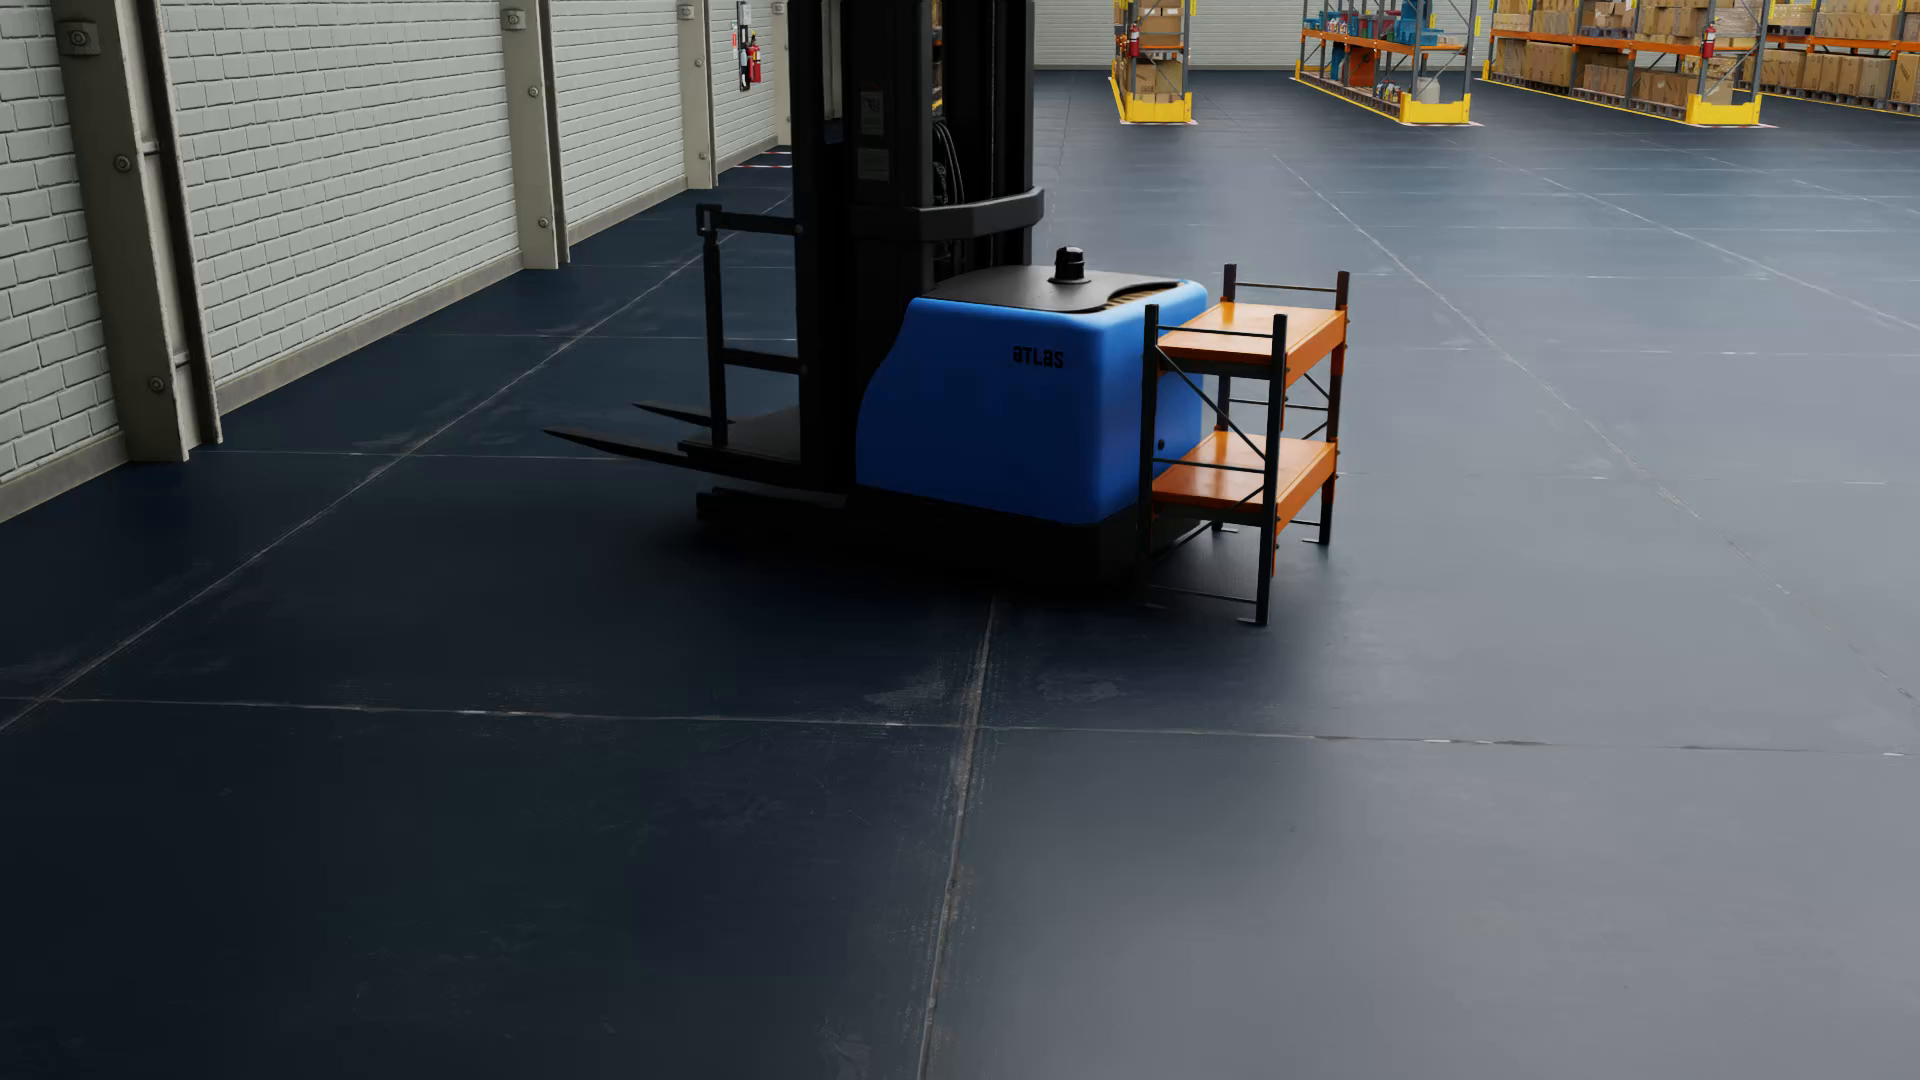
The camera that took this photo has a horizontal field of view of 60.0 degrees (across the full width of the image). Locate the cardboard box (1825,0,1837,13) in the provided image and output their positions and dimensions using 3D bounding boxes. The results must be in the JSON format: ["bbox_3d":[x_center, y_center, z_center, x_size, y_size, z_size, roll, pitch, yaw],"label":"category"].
[{"bbox_3d":[18.912,-11.483,35.385,0.700,0.500,0.500,1,18,4],"label":"cardboard box"}]

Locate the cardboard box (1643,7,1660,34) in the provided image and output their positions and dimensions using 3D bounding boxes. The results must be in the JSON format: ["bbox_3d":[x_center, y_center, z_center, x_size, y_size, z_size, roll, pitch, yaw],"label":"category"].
[{"bbox_3d":[13.562,-9.896,31.667,0.875,0.500,0.500,1,18,4],"label":"cardboard box"}]

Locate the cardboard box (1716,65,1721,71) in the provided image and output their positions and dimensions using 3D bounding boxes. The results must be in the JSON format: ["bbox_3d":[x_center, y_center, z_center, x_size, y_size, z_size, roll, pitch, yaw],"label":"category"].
[{"bbox_3d":[19.069,-11.756,41.411,0.380,0.149,0.250,2,18,5],"label":"cardboard box"}]

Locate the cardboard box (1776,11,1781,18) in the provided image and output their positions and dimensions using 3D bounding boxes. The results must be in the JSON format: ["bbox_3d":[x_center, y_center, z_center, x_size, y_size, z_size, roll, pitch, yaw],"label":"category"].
[{"bbox_3d":[18.607,-11.805,37.383,0.380,0.149,0.250,1,18,4],"label":"cardboard box"}]

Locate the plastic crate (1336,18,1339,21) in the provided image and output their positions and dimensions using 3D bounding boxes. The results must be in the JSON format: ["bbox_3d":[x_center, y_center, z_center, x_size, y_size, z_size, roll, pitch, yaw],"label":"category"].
[{"bbox_3d":[9.653,-13.037,41.987,0.437,0.282,0.530,1,18,4],"label":"plastic crate"}]

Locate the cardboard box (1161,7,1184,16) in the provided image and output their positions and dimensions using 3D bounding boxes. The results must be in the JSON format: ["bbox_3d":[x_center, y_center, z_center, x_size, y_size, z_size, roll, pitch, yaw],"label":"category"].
[{"bbox_3d":[3.803,-9.452,29.751,0.380,0.149,0.250,1,18,4],"label":"cardboard box"}]

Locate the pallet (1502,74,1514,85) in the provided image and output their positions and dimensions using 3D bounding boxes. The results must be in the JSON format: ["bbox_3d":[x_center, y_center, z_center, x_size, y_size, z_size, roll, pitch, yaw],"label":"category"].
[{"bbox_3d":[14.518,-11.773,42.515,1.003,0.211,1.213,1,18,4],"label":"pallet"}]

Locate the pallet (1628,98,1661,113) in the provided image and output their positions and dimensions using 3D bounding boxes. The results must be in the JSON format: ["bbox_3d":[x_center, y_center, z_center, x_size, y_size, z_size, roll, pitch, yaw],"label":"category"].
[{"bbox_3d":[13.714,-8.465,32.418,1.003,0.211,1.213,1,18,4],"label":"pallet"}]

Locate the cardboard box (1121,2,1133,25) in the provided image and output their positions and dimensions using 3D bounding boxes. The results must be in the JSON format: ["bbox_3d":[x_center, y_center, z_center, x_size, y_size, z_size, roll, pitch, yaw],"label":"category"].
[{"bbox_3d":[4.066,-11.909,37.616,0.700,0.500,0.500,-5,19,-15],"label":"cardboard box"}]

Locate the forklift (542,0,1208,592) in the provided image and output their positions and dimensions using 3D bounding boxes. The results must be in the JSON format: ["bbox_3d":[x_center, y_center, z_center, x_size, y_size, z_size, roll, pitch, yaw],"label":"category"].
[{"bbox_3d":[-0.513,-1.530,6.884,3.031,2.935,1.130,11,21,31],"label":"forklift"}]

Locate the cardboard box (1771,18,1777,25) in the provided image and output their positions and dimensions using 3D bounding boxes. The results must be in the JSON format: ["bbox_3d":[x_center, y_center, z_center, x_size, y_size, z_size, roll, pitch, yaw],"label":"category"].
[{"bbox_3d":[18.628,-11.742,37.669,0.380,0.149,0.250,2,18,6],"label":"cardboard box"}]

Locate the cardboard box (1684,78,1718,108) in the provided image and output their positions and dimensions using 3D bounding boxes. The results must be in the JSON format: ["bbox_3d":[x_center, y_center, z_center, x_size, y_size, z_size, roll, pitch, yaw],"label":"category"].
[{"bbox_3d":[13.510,-8.149,30.315,0.500,0.500,0.500,6,19,18],"label":"cardboard box"}]

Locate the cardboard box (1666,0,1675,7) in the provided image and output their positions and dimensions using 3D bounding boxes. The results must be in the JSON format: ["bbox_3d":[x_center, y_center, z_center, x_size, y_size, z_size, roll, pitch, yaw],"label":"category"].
[{"bbox_3d":[13.346,-10.063,30.574,0.500,0.500,0.500,1,18,4],"label":"cardboard box"}]

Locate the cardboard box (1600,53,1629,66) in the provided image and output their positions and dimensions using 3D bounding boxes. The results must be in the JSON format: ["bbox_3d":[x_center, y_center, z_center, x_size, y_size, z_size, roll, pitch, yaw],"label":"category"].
[{"bbox_3d":[13.968,-10.246,35.478,0.500,0.250,0.500,3,18,10],"label":"cardboard box"}]

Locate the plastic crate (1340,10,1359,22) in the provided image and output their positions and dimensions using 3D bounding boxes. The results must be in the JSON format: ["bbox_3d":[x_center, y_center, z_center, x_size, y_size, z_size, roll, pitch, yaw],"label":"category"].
[{"bbox_3d":[9.674,-12.925,41.353,0.402,0.464,0.583,1,18,4],"label":"plastic crate"}]

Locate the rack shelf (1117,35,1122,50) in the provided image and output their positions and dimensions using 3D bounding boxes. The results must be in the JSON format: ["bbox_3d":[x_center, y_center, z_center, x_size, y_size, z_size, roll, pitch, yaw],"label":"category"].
[{"bbox_3d":[4.277,-11.744,39.101,1.077,0.370,4.000,1,18,4],"label":"rack shelf"}]

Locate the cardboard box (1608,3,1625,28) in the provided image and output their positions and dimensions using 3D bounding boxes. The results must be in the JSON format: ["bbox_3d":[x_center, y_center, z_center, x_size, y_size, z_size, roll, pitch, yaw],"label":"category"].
[{"bbox_3d":[13.759,-10.789,34.191,0.797,0.503,0.637,3,18,10],"label":"cardboard box"}]

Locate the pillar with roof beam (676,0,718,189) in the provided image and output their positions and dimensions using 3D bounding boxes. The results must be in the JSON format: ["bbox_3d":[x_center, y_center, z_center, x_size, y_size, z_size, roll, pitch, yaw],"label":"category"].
[{"bbox_3d":[1.240,-8.354,17.965,9.100,9.000,0.400,1,18,4],"label":"pillar with roof beam"}]

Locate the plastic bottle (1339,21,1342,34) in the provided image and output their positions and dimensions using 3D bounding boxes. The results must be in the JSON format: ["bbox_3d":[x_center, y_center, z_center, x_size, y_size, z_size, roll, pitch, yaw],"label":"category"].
[{"bbox_3d":[8.759,-11.787,38.266,0.061,0.283,0.133,1,18,4],"label":"plastic bottle"}]

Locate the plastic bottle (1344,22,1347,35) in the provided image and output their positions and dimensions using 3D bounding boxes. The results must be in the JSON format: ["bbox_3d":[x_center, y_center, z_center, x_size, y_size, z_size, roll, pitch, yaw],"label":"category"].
[{"bbox_3d":[8.694,-11.504,37.401,0.061,0.283,0.133,1,18,4],"label":"plastic bottle"}]

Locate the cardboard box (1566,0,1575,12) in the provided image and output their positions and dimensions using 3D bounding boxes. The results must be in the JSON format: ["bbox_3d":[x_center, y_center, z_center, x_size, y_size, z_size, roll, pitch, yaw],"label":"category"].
[{"bbox_3d":[14.132,-12.195,37.552,0.797,0.503,0.637,2,18,5],"label":"cardboard box"}]

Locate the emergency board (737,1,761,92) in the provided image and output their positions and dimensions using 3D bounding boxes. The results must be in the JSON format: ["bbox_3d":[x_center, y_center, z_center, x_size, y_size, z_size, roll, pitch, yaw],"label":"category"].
[{"bbox_3d":[-2.839,-6.696,22.540,0.194,1.169,0.643,1,18,4],"label":"emergency board"}]

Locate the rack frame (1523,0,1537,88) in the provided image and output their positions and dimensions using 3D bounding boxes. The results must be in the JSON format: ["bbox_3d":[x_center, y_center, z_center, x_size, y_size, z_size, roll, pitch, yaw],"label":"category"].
[{"bbox_3d":[14.301,-12.484,40.206,1.000,3.000,0.127,1,18,4],"label":"rack frame"}]

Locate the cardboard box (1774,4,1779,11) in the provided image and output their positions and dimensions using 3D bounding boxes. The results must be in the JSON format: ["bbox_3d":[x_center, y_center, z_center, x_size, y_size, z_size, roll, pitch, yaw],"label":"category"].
[{"bbox_3d":[18.626,-12.027,37.583,0.380,0.149,0.250,2,18,7],"label":"cardboard box"}]

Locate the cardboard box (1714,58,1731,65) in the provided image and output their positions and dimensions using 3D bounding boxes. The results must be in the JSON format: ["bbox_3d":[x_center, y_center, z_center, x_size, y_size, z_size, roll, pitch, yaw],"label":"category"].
[{"bbox_3d":[19.020,-11.909,41.398,0.380,0.149,0.250,0,18,1],"label":"cardboard box"}]

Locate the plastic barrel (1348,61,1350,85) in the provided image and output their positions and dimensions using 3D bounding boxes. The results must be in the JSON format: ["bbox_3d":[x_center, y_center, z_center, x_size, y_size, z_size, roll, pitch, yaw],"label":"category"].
[{"bbox_3d":[9.043,-10.700,38.080,0.421,0.512,0.421,0,18,0],"label":"plastic barrel"}]

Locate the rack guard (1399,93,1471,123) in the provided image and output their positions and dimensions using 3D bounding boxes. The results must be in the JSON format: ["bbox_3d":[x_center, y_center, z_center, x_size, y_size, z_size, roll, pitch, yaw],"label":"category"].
[{"bbox_3d":[8.459,-7.705,29.634,1.175,0.500,0.348,1,18,4],"label":"rack guard"}]

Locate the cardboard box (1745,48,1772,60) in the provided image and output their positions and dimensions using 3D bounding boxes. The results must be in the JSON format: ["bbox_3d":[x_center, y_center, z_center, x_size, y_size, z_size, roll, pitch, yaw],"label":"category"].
[{"bbox_3d":[18.924,-11.487,39.297,0.500,0.250,0.500,0,18,1],"label":"cardboard box"}]

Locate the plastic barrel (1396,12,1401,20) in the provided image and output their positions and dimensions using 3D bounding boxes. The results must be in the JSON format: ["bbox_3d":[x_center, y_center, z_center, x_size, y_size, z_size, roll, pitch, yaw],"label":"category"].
[{"bbox_3d":[9.074,-10.467,33.831,0.433,0.535,0.433,0,18,0],"label":"plastic barrel"}]

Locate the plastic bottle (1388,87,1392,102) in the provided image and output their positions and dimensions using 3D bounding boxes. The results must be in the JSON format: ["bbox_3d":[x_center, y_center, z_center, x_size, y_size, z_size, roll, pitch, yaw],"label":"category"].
[{"bbox_3d":[8.250,-8.484,31.664,0.152,0.276,0.135,1,18,2],"label":"plastic bottle"}]

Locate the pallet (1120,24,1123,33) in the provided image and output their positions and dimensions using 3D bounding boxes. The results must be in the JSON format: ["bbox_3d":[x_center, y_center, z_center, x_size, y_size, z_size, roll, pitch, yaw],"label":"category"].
[{"bbox_3d":[4.268,-11.977,38.966,1.003,0.211,1.213,1,18,4],"label":"pallet"}]

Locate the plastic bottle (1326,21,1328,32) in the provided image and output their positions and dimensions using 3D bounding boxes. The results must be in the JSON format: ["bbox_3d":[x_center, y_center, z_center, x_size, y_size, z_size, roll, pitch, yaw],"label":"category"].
[{"bbox_3d":[8.908,-12.435,40.243,0.061,0.283,0.133,1,18,4],"label":"plastic bottle"}]

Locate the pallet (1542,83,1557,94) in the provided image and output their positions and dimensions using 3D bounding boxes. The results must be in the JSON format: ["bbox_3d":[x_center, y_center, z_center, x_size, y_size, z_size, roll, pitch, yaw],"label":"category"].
[{"bbox_3d":[14.236,-10.538,38.744,1.003,0.211,1.213,1,18,4],"label":"pallet"}]

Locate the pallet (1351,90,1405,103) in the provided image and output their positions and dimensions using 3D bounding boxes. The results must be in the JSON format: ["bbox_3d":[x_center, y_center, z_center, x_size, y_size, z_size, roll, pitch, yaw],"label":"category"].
[{"bbox_3d":[8.889,-9.410,35.301,1.003,0.211,1.213,1,18,4],"label":"pallet"}]

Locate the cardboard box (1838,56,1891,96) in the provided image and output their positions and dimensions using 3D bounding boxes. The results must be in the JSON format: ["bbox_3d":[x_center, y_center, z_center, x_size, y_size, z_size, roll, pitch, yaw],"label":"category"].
[{"bbox_3d":[18.695,-9.482,33.983,1.050,0.750,0.750,1,18,4],"label":"cardboard box"}]

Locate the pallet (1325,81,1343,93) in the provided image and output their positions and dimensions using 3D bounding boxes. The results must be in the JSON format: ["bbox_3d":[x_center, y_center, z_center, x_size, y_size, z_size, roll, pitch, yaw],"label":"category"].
[{"bbox_3d":[9.179,-10.651,39.089,1.003,0.211,1.213,1,18,4],"label":"pallet"}]

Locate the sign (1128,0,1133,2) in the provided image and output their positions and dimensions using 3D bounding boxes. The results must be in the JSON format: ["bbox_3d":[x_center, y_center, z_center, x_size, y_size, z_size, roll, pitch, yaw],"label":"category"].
[{"bbox_3d":[3.019,-9.659,29.343,0.100,0.325,0.005,1,18,4],"label":"sign"}]

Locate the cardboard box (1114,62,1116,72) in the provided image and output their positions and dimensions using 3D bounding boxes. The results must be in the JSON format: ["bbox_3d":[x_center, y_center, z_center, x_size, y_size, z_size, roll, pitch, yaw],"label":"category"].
[{"bbox_3d":[4.349,-12.533,44.065,0.500,0.250,0.500,1,18,4],"label":"cardboard box"}]

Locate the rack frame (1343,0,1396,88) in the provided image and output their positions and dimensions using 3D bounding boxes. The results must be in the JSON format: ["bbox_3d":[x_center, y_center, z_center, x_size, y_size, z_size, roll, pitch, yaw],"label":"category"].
[{"bbox_3d":[9.074,-11.353,36.752,1.000,3.000,0.127,1,18,4],"label":"rack frame"}]

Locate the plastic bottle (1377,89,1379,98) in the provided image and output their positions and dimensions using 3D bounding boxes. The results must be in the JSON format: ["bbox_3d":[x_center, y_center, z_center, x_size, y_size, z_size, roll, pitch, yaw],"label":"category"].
[{"bbox_3d":[8.319,-8.869,32.959,0.097,0.201,0.097,0,18,0],"label":"plastic bottle"}]

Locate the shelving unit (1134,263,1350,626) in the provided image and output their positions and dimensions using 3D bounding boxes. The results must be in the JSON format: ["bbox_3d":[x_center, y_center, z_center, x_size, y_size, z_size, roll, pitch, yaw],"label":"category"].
[{"bbox_3d":[1.091,-0.406,6.356,0.538,1.125,1.048,8,20,23],"label":"shelving unit"}]

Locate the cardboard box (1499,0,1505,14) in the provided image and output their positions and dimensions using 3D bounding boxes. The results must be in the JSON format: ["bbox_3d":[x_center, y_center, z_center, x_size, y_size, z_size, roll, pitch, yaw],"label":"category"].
[{"bbox_3d":[14.248,-13.855,42.947,0.500,0.500,0.500,1,18,3],"label":"cardboard box"}]

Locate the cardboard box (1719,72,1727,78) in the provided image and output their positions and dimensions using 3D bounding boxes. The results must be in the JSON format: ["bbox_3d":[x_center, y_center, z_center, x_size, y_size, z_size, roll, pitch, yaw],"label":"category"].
[{"bbox_3d":[18.985,-11.479,41.041,0.380,0.149,0.250,1,18,2],"label":"cardboard box"}]

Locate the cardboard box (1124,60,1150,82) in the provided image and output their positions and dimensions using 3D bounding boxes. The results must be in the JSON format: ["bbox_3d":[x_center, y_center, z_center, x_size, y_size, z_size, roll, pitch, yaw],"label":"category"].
[{"bbox_3d":[3.429,-9.024,32.181,0.500,0.500,0.500,1,18,4],"label":"cardboard box"}]

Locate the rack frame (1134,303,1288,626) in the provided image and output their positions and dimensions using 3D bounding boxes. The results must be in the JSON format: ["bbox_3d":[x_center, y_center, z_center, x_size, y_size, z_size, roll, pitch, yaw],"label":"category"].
[{"bbox_3d":[0.882,-0.262,5.916,0.500,1.125,0.032,8,20,23],"label":"rack frame"}]

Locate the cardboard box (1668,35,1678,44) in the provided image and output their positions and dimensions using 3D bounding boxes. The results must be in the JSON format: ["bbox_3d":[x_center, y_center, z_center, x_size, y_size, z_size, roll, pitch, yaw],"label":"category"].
[{"bbox_3d":[13.258,-9.199,30.584,0.380,0.149,0.250,1,18,4],"label":"cardboard box"}]

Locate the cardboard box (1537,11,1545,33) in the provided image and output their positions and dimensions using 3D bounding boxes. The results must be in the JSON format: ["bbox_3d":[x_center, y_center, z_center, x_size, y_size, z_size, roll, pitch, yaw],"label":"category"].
[{"bbox_3d":[13.983,-12.238,39.295,0.500,0.500,0.500,1,18,4],"label":"cardboard box"}]

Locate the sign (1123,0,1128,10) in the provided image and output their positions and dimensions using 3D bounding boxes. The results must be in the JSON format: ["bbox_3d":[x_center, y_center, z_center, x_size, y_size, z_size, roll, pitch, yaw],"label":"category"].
[{"bbox_3d":[3.305,-10.744,33.161,0.100,0.325,0.005,1,18,4],"label":"sign"}]

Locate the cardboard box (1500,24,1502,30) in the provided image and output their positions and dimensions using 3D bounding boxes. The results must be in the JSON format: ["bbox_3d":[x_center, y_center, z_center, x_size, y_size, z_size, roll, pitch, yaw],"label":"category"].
[{"bbox_3d":[14.180,-13.264,42.989,0.380,0.149,0.250,1,18,3],"label":"cardboard box"}]

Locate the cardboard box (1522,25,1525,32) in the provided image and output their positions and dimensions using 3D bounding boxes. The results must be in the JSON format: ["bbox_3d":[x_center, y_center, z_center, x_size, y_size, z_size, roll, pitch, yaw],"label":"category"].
[{"bbox_3d":[14.014,-12.547,40.801,0.380,0.149,0.250,2,18,5],"label":"cardboard box"}]

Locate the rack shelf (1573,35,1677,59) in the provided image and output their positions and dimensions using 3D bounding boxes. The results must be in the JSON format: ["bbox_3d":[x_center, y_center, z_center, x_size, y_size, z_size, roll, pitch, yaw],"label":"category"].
[{"bbox_3d":[13.870,-10.279,34.631,1.077,0.370,4.000,1,18,4],"label":"rack shelf"}]
